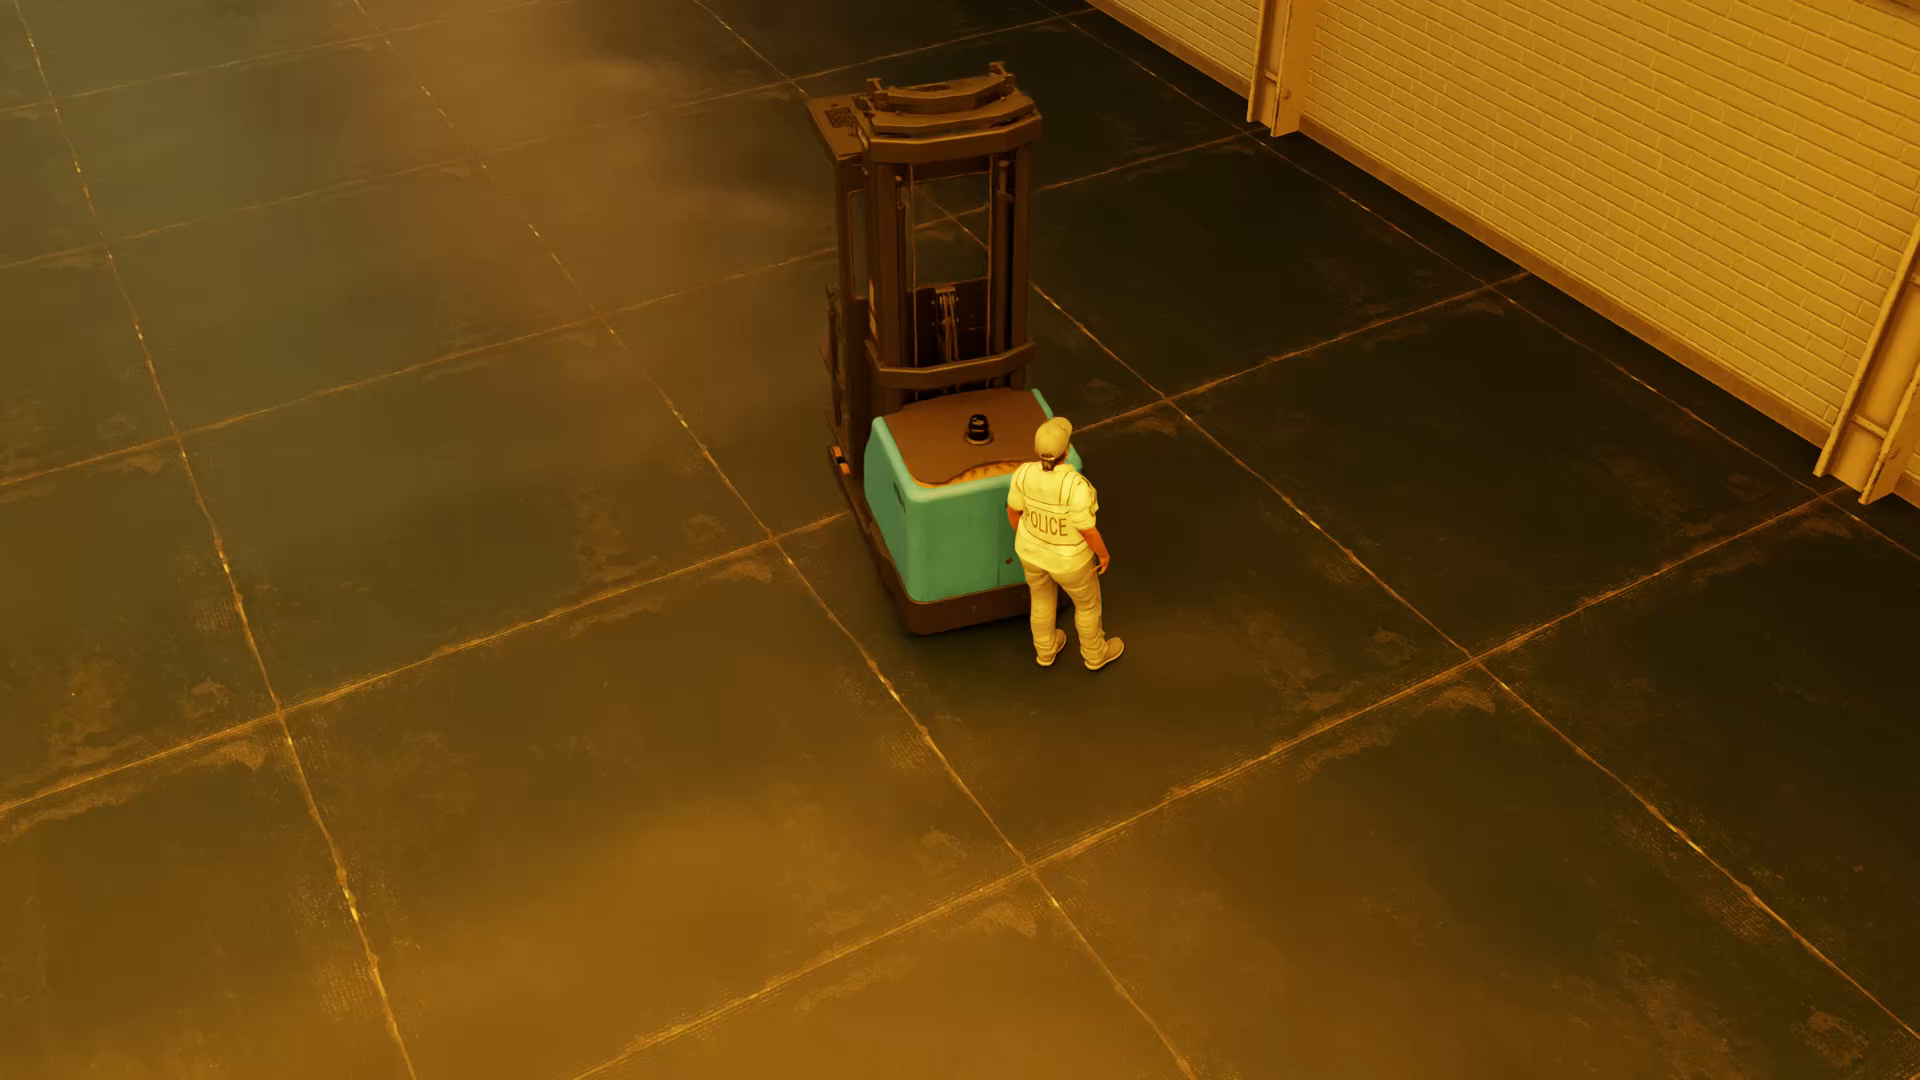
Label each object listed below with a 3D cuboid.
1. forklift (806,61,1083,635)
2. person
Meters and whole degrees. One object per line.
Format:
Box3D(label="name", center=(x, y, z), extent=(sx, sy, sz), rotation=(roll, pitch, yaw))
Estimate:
Box3D(label="forklift", center=(-0.231, -1.533, 9.884), extent=(1.130, 2.935, 3.031), rotation=(-11, 41, -13))
Box3D(label="person", center=(0.576, 0.018, 8.994), extent=(0.599, 1.670, 0.529), rotation=(20, 44, 23))
